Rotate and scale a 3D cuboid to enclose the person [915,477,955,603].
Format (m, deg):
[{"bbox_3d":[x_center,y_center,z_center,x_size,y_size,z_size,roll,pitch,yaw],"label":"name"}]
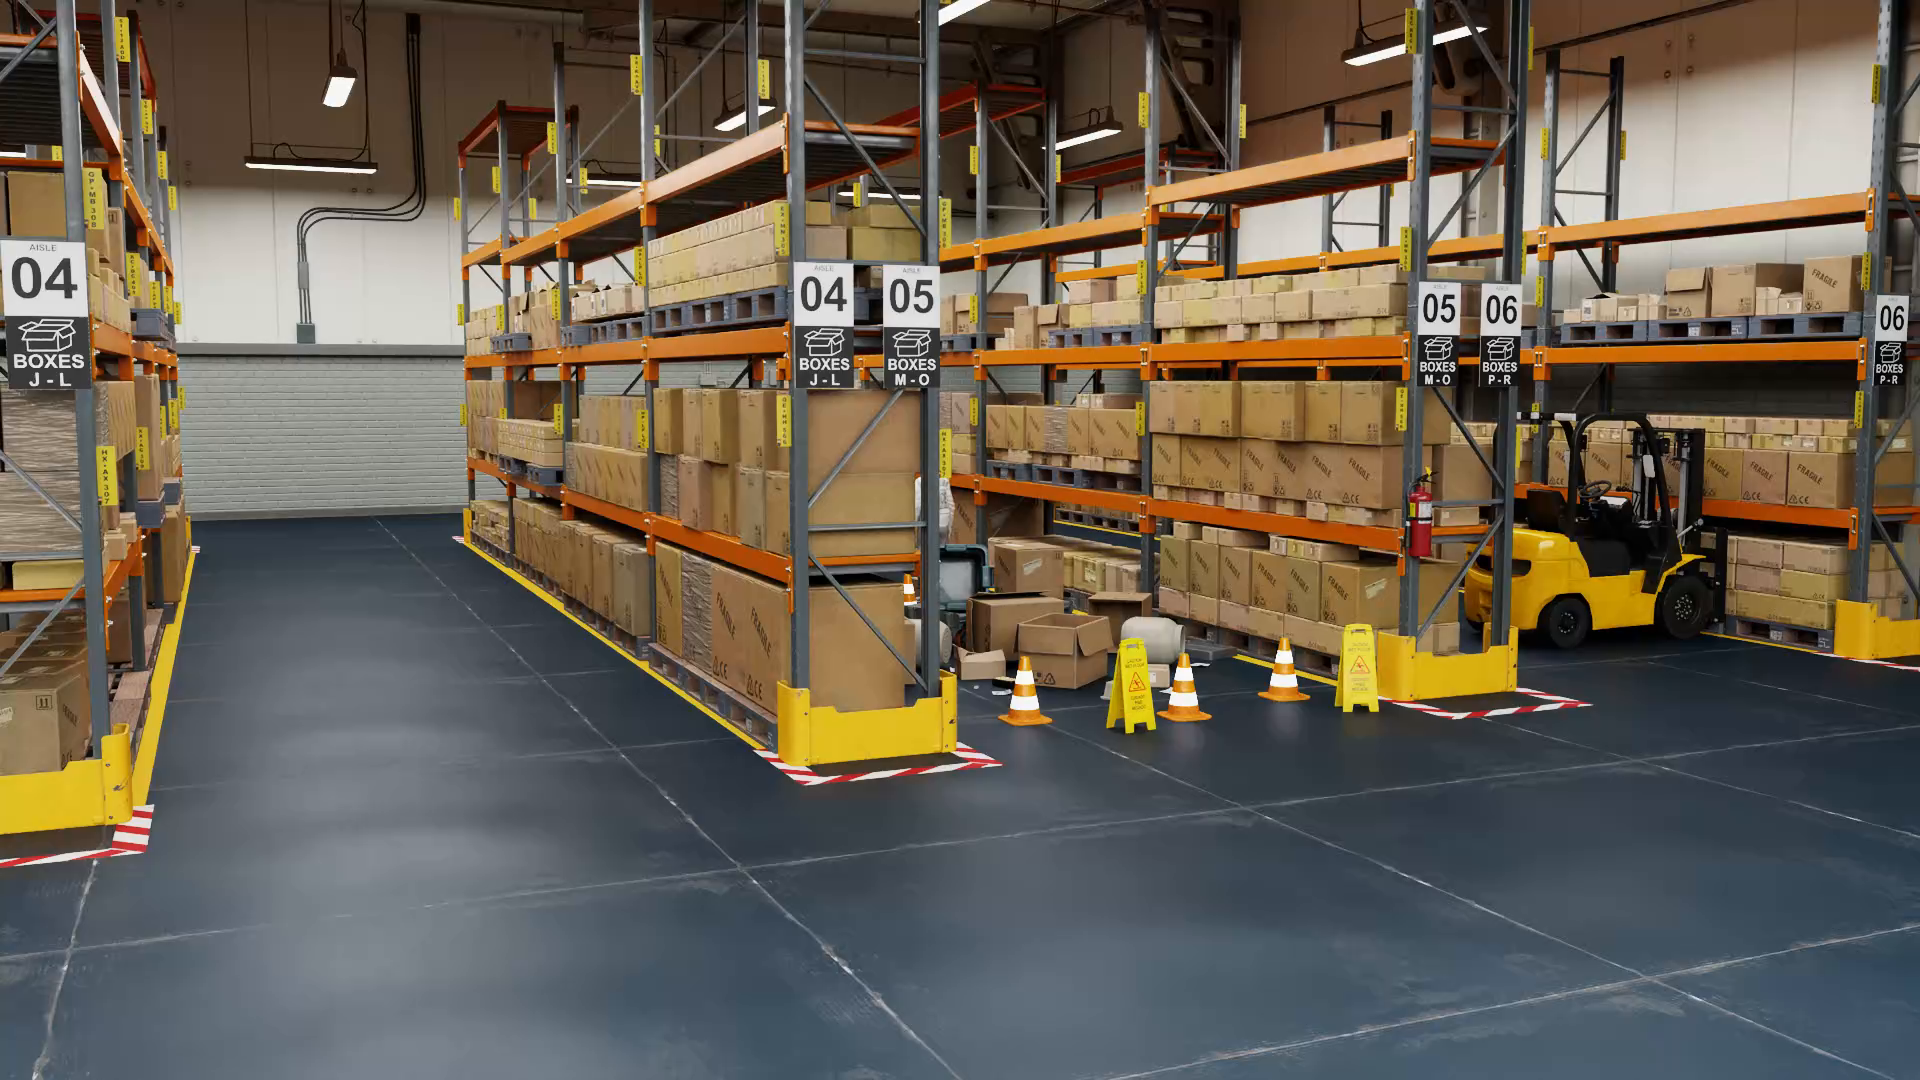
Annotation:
[{"bbox_3d":[-0.313,-0.133,18.346,0.547,1.667,0.370,-3,6,-27],"label":"person"}]
